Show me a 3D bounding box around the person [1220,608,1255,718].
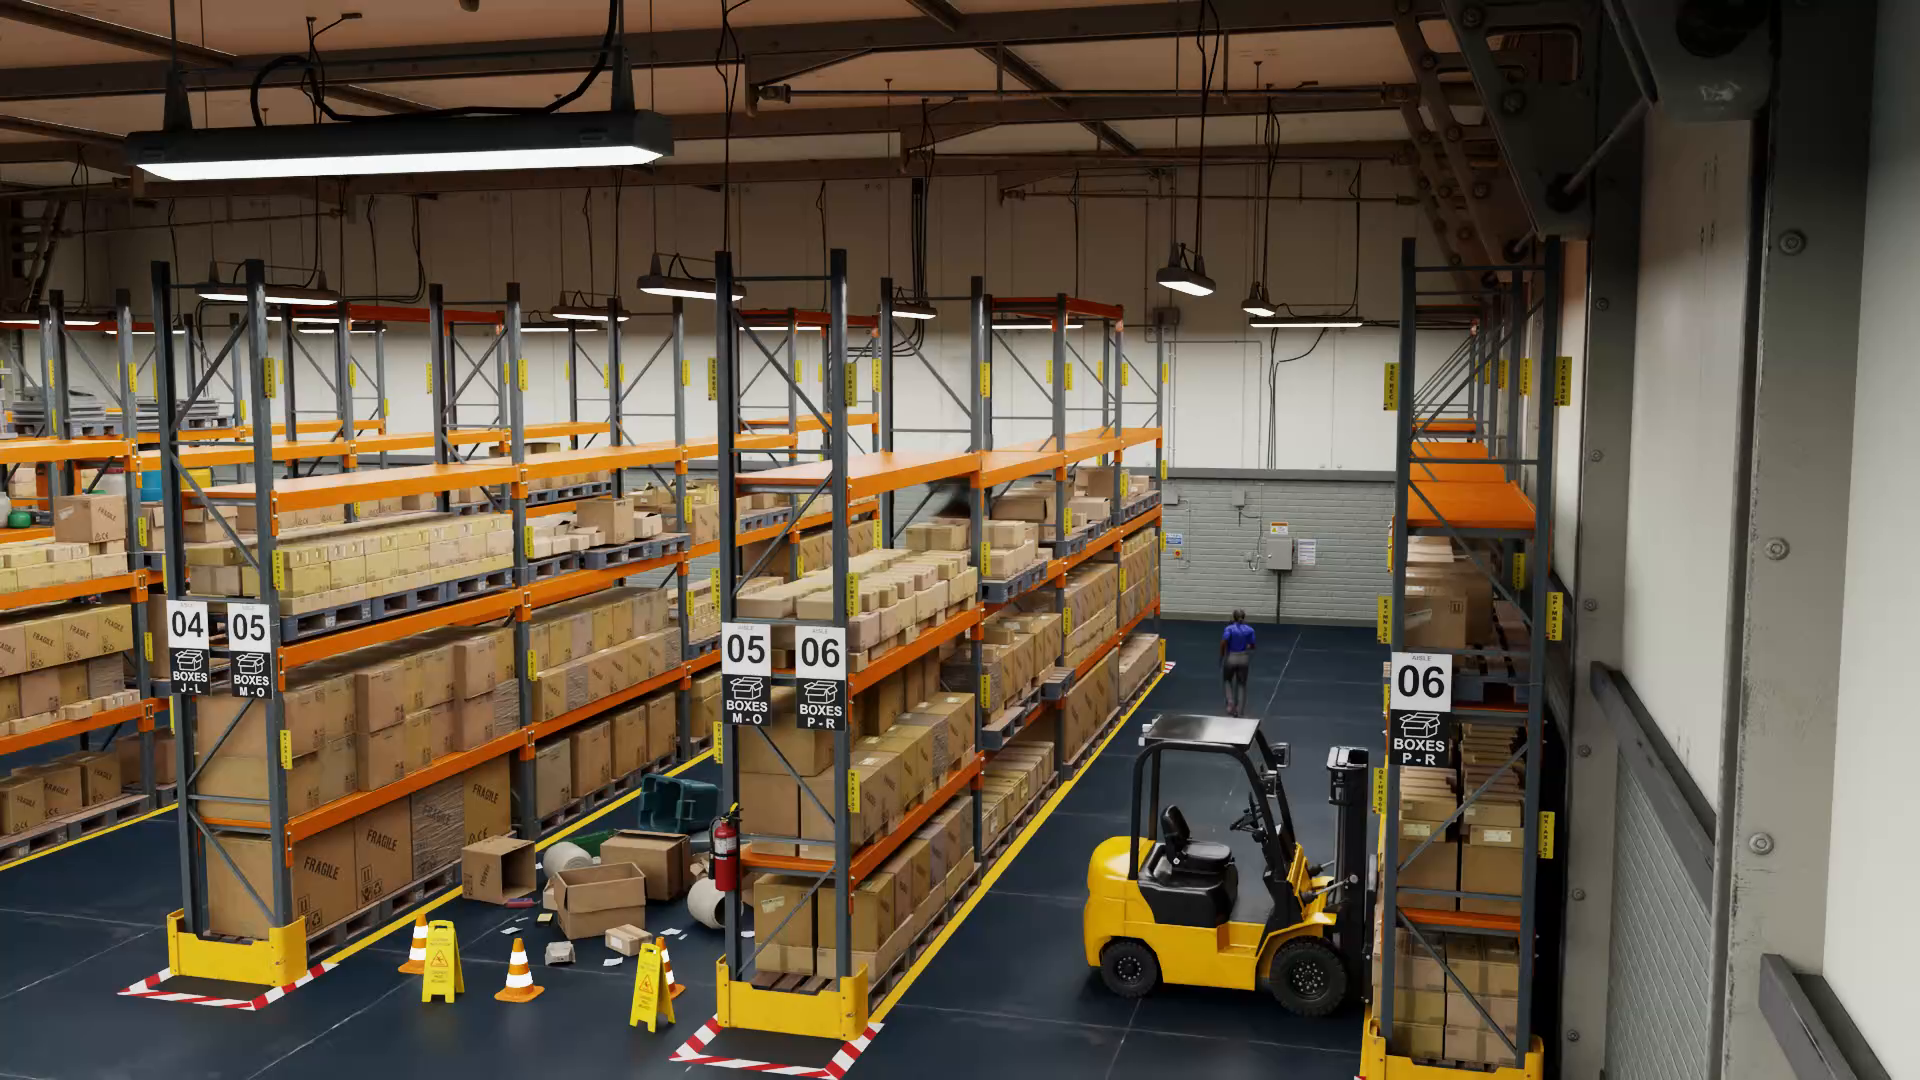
[{"bbox_3d":[4.024,1.784,24.290,0.546,1.618,0.608,0,6,0],"label":"person"}]
